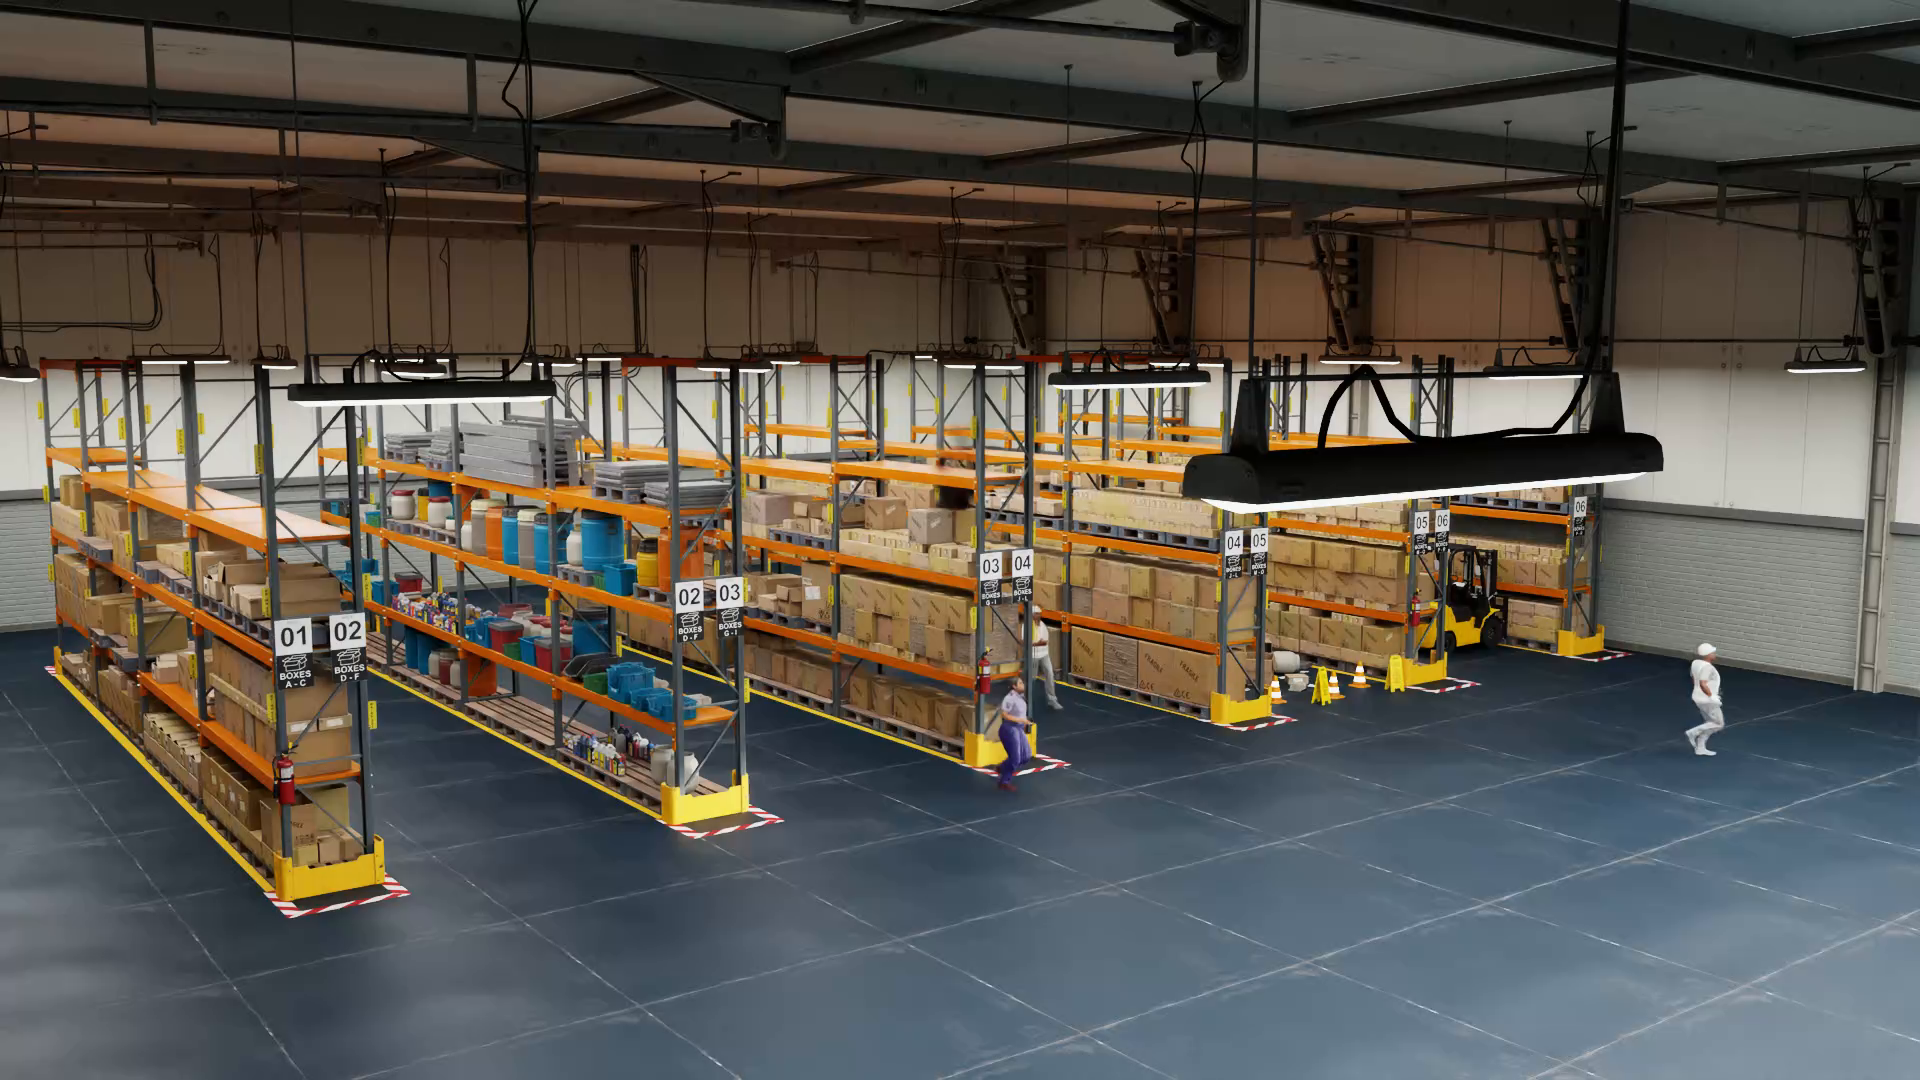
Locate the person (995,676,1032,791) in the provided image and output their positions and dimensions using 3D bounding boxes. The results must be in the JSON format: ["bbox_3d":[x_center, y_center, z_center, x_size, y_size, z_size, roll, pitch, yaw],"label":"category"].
[{"bbox_3d":[0.792,2.728,23.580,0.570,1.581,0.624,3,7,24],"label":"person"}]

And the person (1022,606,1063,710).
[{"bbox_3d":[1.356,2.004,28.685,0.706,1.759,0.979,-6,9,-43],"label":"person"}]

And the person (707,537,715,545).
[{"bbox_3d":[-5.922,0.749,39.229,0.750,1.708,0.887,-2,7,-15],"label":"person"}]

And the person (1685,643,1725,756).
[{"bbox_3d":[11.362,2.434,25.359,0.599,1.733,0.686,1,7,6],"label":"person"}]
